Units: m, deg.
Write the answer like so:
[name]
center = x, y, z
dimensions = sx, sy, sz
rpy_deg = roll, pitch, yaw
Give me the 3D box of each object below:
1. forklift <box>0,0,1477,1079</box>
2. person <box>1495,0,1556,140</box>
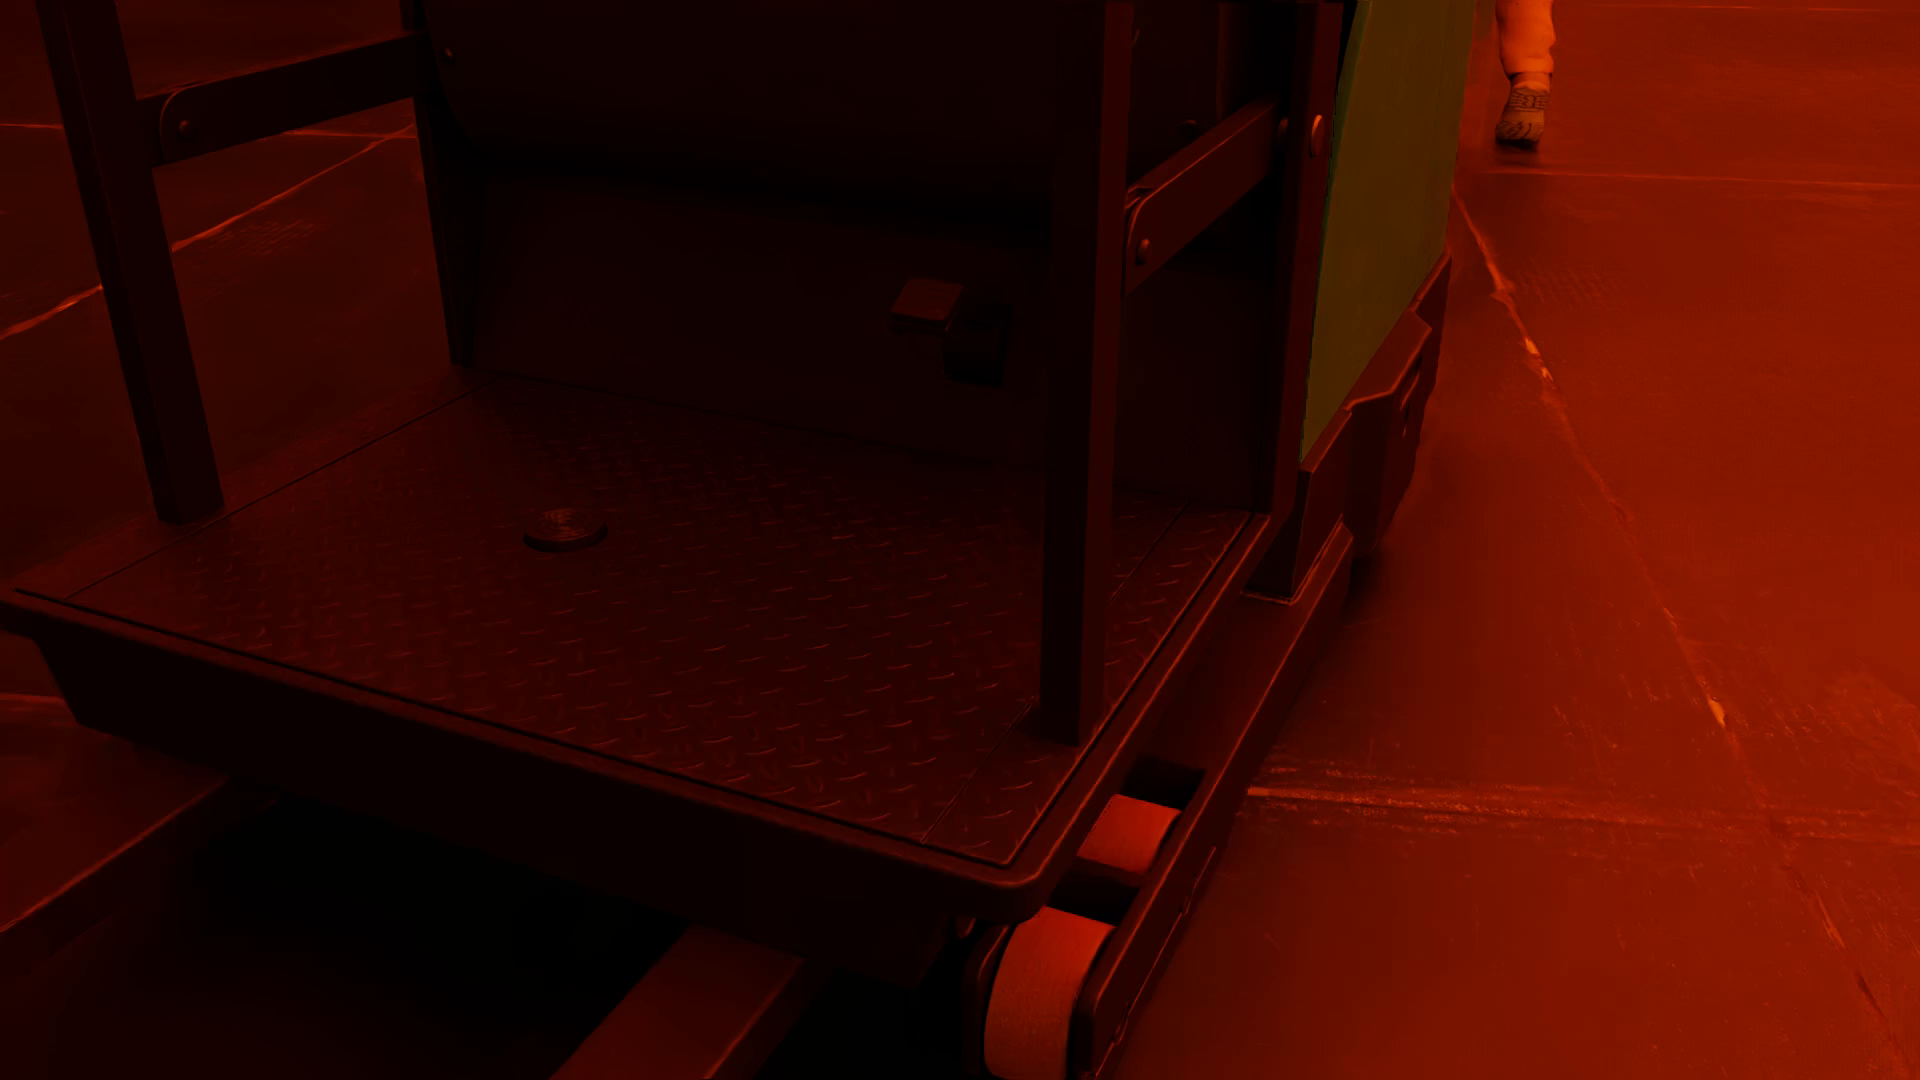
[forklift]
center = -0.249, -1.033, 1.287
dimensions = 1.130, 2.935, 3.031
rpy_deg = 12, 29, 22
[person]
center = 1.382, -1.915, 4.472
dimensions = 0.801, 1.724, 0.479
rpy_deg = 2, 27, 4
